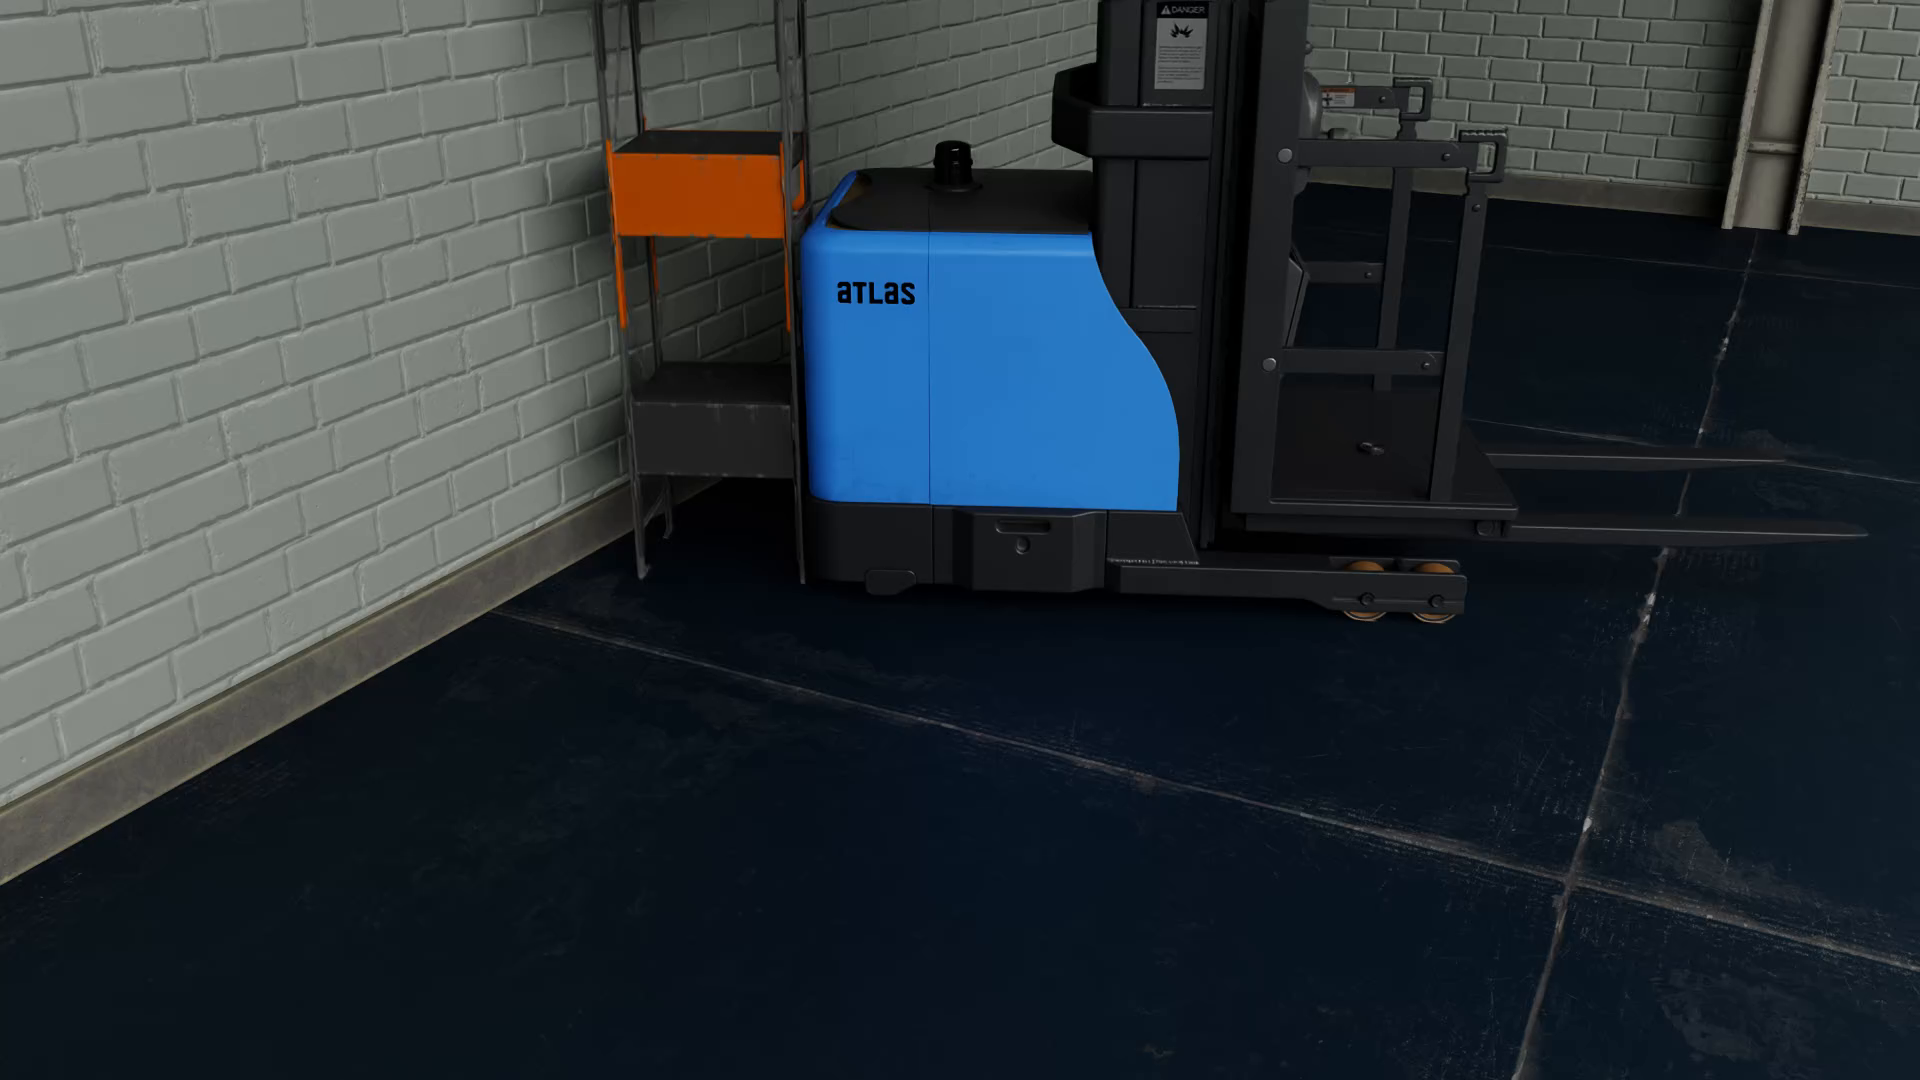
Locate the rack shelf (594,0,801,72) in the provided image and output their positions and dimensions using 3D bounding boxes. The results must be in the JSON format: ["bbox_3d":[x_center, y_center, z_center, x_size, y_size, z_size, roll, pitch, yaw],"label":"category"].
[{"bbox_3d":[-0.697,-1.550,4.457,0.480,0.518,0.431,2,23,4],"label":"rack shelf"}]

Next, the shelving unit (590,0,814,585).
[{"bbox_3d":[-0.697,-0.918,4.725,0.503,2.100,0.431,2,23,4],"label":"shelving unit"}]

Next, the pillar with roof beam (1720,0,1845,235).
[{"bbox_3d":[2.600,-4.419,4.142,0.400,9.000,9.100,11,25,25],"label":"pillar with roof beam"}]

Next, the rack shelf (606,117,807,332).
[{"bbox_3d":[-0.697,-0.905,4.731,0.480,0.518,0.431,2,23,4],"label":"rack shelf"}]

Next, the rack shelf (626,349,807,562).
[{"bbox_3d":[-0.697,-0.261,5.005,0.480,0.518,0.431,2,23,4],"label":"rack shelf"}]

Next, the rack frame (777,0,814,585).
[{"bbox_3d":[-0.453,-0.911,4.709,0.015,2.100,0.400,2,23,4],"label":"rack frame"}]

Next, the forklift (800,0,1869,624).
[{"bbox_3d":[1.093,-1.330,4.631,3.031,2.935,1.130,2,23,4],"label":"forklift"}]

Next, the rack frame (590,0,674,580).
[{"bbox_3d":[-0.940,-0.925,4.741,0.015,2.100,0.400,2,23,4],"label":"rack frame"}]
